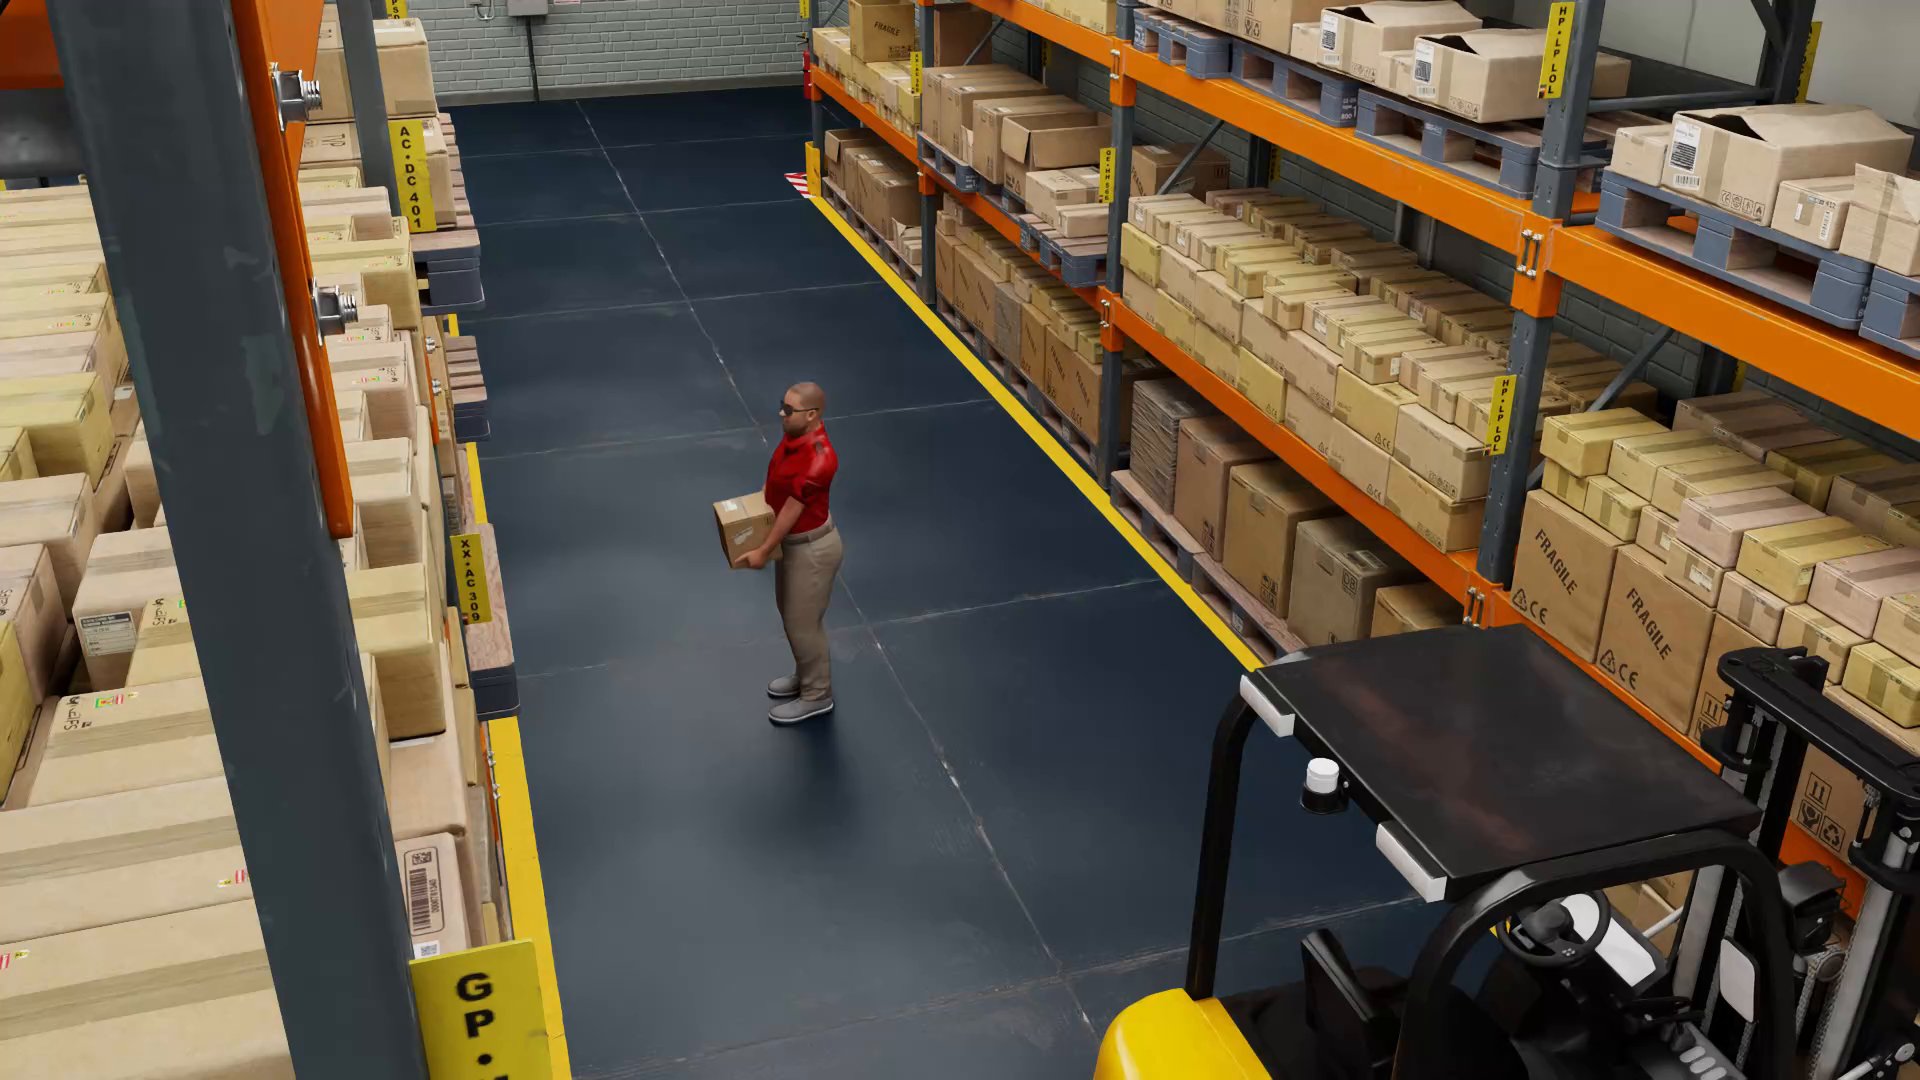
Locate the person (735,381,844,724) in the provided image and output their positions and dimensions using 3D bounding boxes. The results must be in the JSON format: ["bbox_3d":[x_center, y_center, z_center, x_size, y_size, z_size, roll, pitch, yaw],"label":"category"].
[{"bbox_3d":[-0.836,0.065,8.012,0.542,1.724,0.490,-8,27,-16],"label":"person"}]
